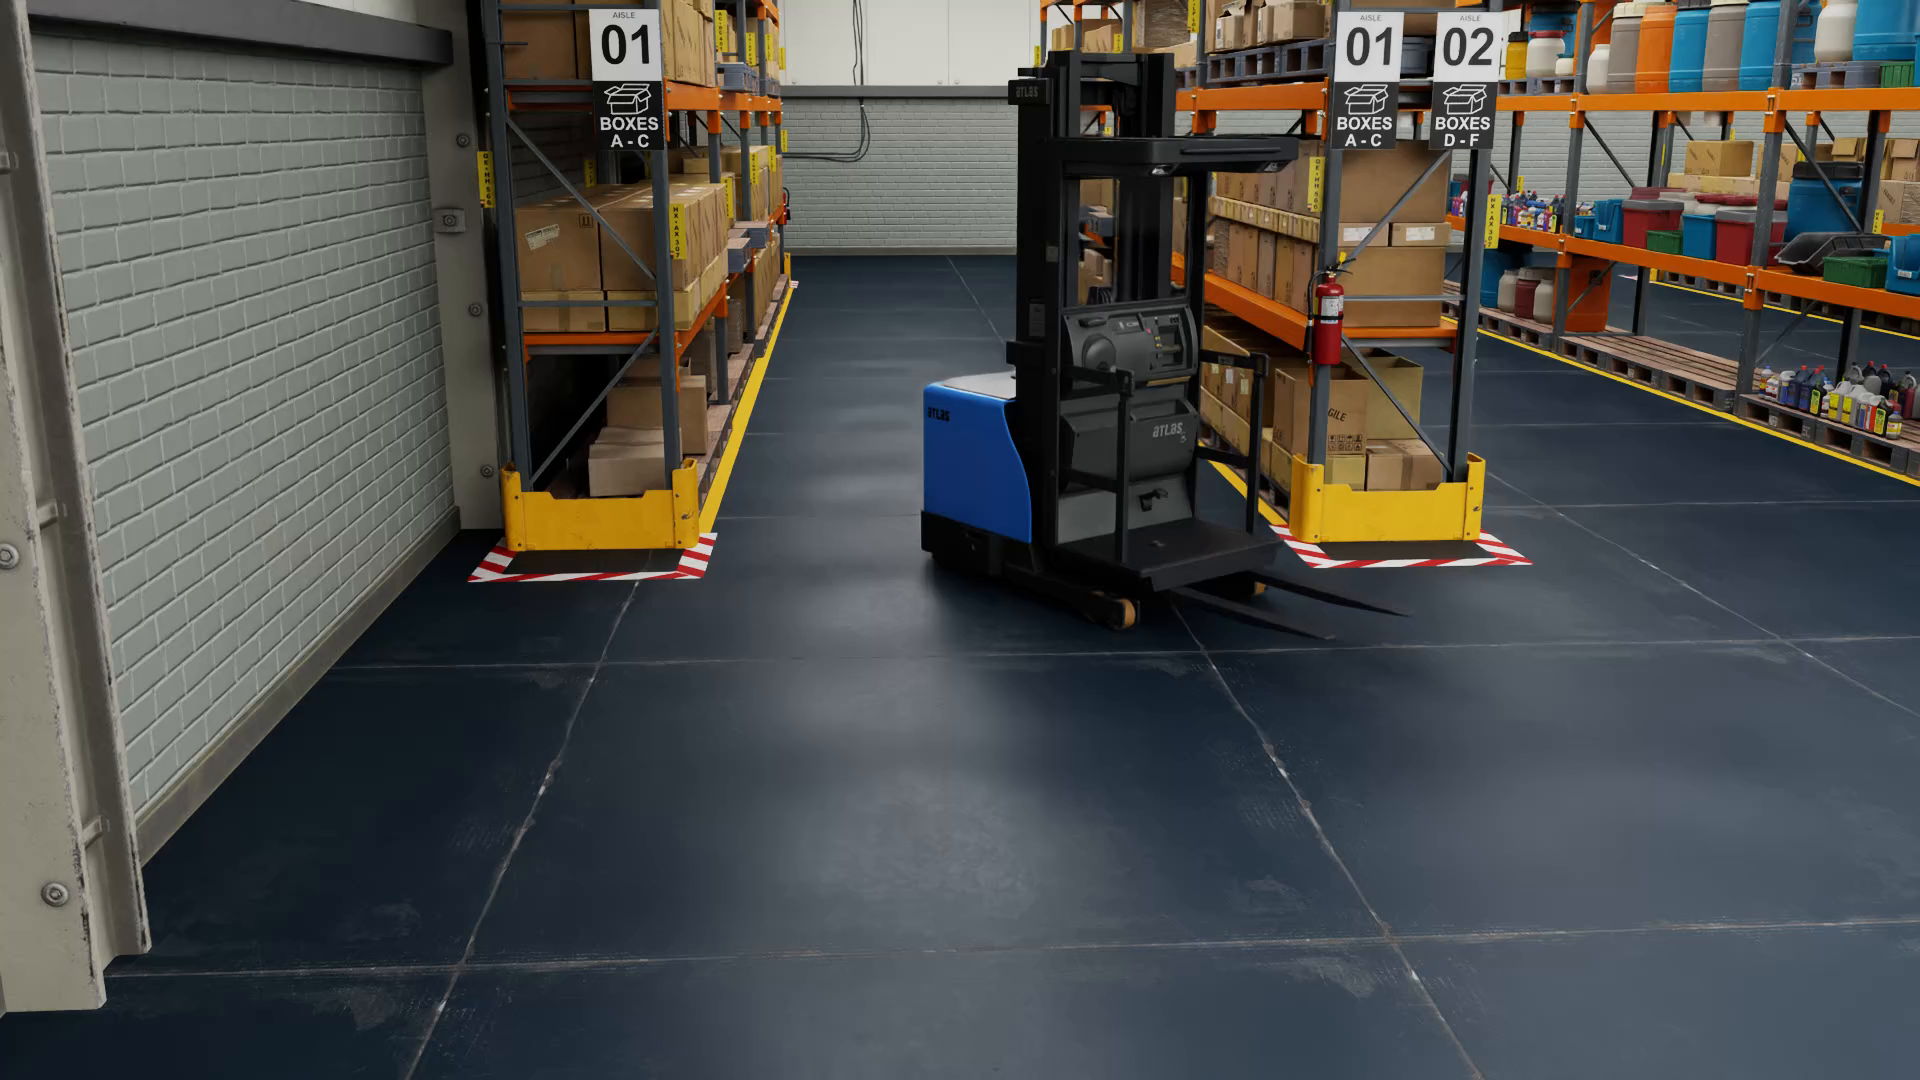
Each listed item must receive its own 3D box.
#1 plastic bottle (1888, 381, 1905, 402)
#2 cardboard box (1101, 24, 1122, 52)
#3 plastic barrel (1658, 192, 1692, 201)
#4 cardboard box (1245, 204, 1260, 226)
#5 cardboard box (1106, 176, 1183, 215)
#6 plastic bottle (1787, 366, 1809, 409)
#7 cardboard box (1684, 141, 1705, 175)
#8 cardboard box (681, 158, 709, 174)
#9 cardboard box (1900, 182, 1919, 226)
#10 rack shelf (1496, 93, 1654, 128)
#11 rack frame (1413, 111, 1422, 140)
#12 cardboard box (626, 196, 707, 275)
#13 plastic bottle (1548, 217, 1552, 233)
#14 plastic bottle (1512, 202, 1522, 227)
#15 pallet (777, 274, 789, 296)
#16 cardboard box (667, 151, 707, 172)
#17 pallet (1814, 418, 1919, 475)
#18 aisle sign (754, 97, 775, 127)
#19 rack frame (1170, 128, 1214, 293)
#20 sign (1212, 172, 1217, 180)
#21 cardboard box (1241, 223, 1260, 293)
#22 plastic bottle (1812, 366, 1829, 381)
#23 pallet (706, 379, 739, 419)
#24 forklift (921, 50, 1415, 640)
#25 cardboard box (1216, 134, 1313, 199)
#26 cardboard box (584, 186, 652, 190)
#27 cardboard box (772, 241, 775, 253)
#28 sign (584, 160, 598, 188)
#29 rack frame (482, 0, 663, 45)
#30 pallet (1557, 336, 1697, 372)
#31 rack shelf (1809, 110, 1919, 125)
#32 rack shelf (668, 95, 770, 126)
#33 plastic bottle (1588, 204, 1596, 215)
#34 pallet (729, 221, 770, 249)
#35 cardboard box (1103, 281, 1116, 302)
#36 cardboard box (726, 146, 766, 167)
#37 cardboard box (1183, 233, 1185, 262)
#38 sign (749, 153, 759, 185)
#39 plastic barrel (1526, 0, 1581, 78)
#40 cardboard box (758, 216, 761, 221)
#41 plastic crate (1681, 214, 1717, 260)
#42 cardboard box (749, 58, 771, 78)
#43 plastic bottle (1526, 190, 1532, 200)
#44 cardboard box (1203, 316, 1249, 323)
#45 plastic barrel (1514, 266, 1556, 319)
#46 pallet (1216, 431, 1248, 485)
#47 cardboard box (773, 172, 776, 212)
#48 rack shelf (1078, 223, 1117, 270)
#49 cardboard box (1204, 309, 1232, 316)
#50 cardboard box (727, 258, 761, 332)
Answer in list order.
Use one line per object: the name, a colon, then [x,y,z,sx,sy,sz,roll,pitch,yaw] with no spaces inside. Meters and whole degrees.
plastic bottle: [7.668,-1.169,13.617,0.061,0.283,0.133,-1,14,-3]
cardboard box: [2.012,-5.772,19.675,0.600,0.600,0.600,-1,15,-6]
plastic barrel: [7.438,-3.359,17.338,0.421,0.512,0.421,0,14,0]
cardboard box: [2.372,-2.460,12.564,0.380,0.149,0.250,-1,14,-5]
cardboard box: [2.065,-3.889,18.577,0.700,0.500,0.500,-6,16,-22]
plastic bottle: [7.045,-1.286,13.938,0.144,0.351,0.185,0,14,-2]
cardboard box: [11.400,-5.810,25.288,0.500,0.500,0.500,-1,14,-5]
cardboard box: [-2.641,-3.815,16.949,0.380,0.149,0.250,-3,15,-13]
cardboard box: [11.766,-4.055,20.065,0.500,0.500,0.500,-1,14,-5]
rack shelf: [7.037,-5.159,19.983,1.077,0.370,4.000,-1,14,-3]
rack frame: [6.665,-5.547,26.067,1.000,3.000,0.127,-1,14,-3]
cardboard box: [-2.007,-2.090,11.387,0.500,0.500,0.500,-1,14,-5]
plastic bottle: [6.721,-3.584,18.837,0.097,0.201,0.097,0,14,0]
plastic bottle: [6.639,-3.879,19.818,0.061,0.283,0.133,-1,14,-3]
pallet: [-3.095,-3.846,25.051,1.003,0.211,1.213,-1,14,-3]
cardboard box: [-3.014,-4.079,18.017,0.500,0.250,0.500,0,14,-2]
pallet: [7.487,-0.741,12.981,1.003,0.211,1.213,-1,14,-3]
aisle sign: [-2.928,-6.676,25.236,0.394,0.787,0.004,-1,14,-3]
rack frame: [2.217,-3.482,18.040,1.000,3.000,0.127,-1,14,-3]
sign: [2.771,-4.052,17.932,0.100,0.325,0.005,-1,14,-3]
cardboard box: [2.565,-2.170,12.738,0.700,0.500,0.500,-1,14,-3]
plastic bottle: [7.188,-1.288,13.946,0.144,0.351,0.185,-1,14,-3]
pallet: [-2.529,-1.253,14.973,1.003,0.211,1.213,-1,14,-3]
forklift: [1.064,-1.088,8.872,1.130,2.935,3.031,-11,18,-36]
cardboard box: [2.498,-3.054,13.571,0.700,0.500,0.500,-1,14,-3]
cardboard box: [-2.630,-2.461,12.829,0.500,0.500,0.500,-1,14,-4]
cardboard box: [-2.791,-4.112,23.360,0.380,0.149,0.250,-1,14,-5]
sign: [-3.033,-2.961,13.692,0.100,0.325,0.005,-1,14,-3]
rack frame: [-2.231,-4.320,9.259,1.000,3.000,0.127,-1,14,-3]
pallet: [7.170,-2.014,17.930,1.003,0.211,1.213,-1,14,-3]
rack shelf: [11.980,-5.236,20.280,1.077,0.370,4.000,-1,14,-3]
rack shelf: [-2.851,-5.006,19.388,1.077,0.370,4.000,-1,14,-3]
plastic bottle: [7.451,-3.820,19.588,0.061,0.283,0.133,-1,14,-3]
pallet: [-2.577,-3.136,17.081,1.213,0.211,1.003,-1,14,-3]
cardboard box: [1.925,-2.714,19.187,0.500,0.500,0.500,0,14,-1]
cardboard box: [-2.669,-4.725,20.529,0.500,0.250,0.500,-1,14,-2]
cardboard box: [2.227,-2.638,15.029,0.396,0.266,0.258,-1,14,-5]
sign: [-2.186,-3.938,17.647,0.100,0.325,0.005,-1,14,-3]
plastic barrel: [7.172,-6.029,20.071,0.600,0.901,0.708,-1,14,-3]
cardboard box: [-2.637,-3.954,20.337,0.380,0.149,0.250,-1,14,-3]
plastic crate: [7.030,-2.825,15.517,0.392,0.384,0.575,-1,14,-3]
cardboard box: [-2.755,-6.207,21.870,0.500,0.250,0.500,-1,14,-4]
plastic bottle: [7.297,-4.305,21.337,0.144,0.351,0.185,-1,14,-3]
cardboard box: [2.181,-1.602,13.904,0.500,0.500,0.500,-1,14,-3]
plastic barrel: [7.044,-2.995,20.145,0.600,0.588,0.708,-1,14,-3]
pallet: [2.551,-0.634,12.568,1.003,0.211,1.213,-1,14,-3]
cardboard box: [-3.032,-4.862,22.800,0.980,0.700,0.700,-1,14,-5]
rack shelf: [2.093,-3.631,20.063,1.077,0.370,4.000,-1,14,-3]
cardboard box: [2.591,-2.120,16.295,0.500,0.311,0.500,0,14,-2]
cardboard box: [-2.642,-2.752,18.674,0.750,0.750,0.750,-1,14,-4]
